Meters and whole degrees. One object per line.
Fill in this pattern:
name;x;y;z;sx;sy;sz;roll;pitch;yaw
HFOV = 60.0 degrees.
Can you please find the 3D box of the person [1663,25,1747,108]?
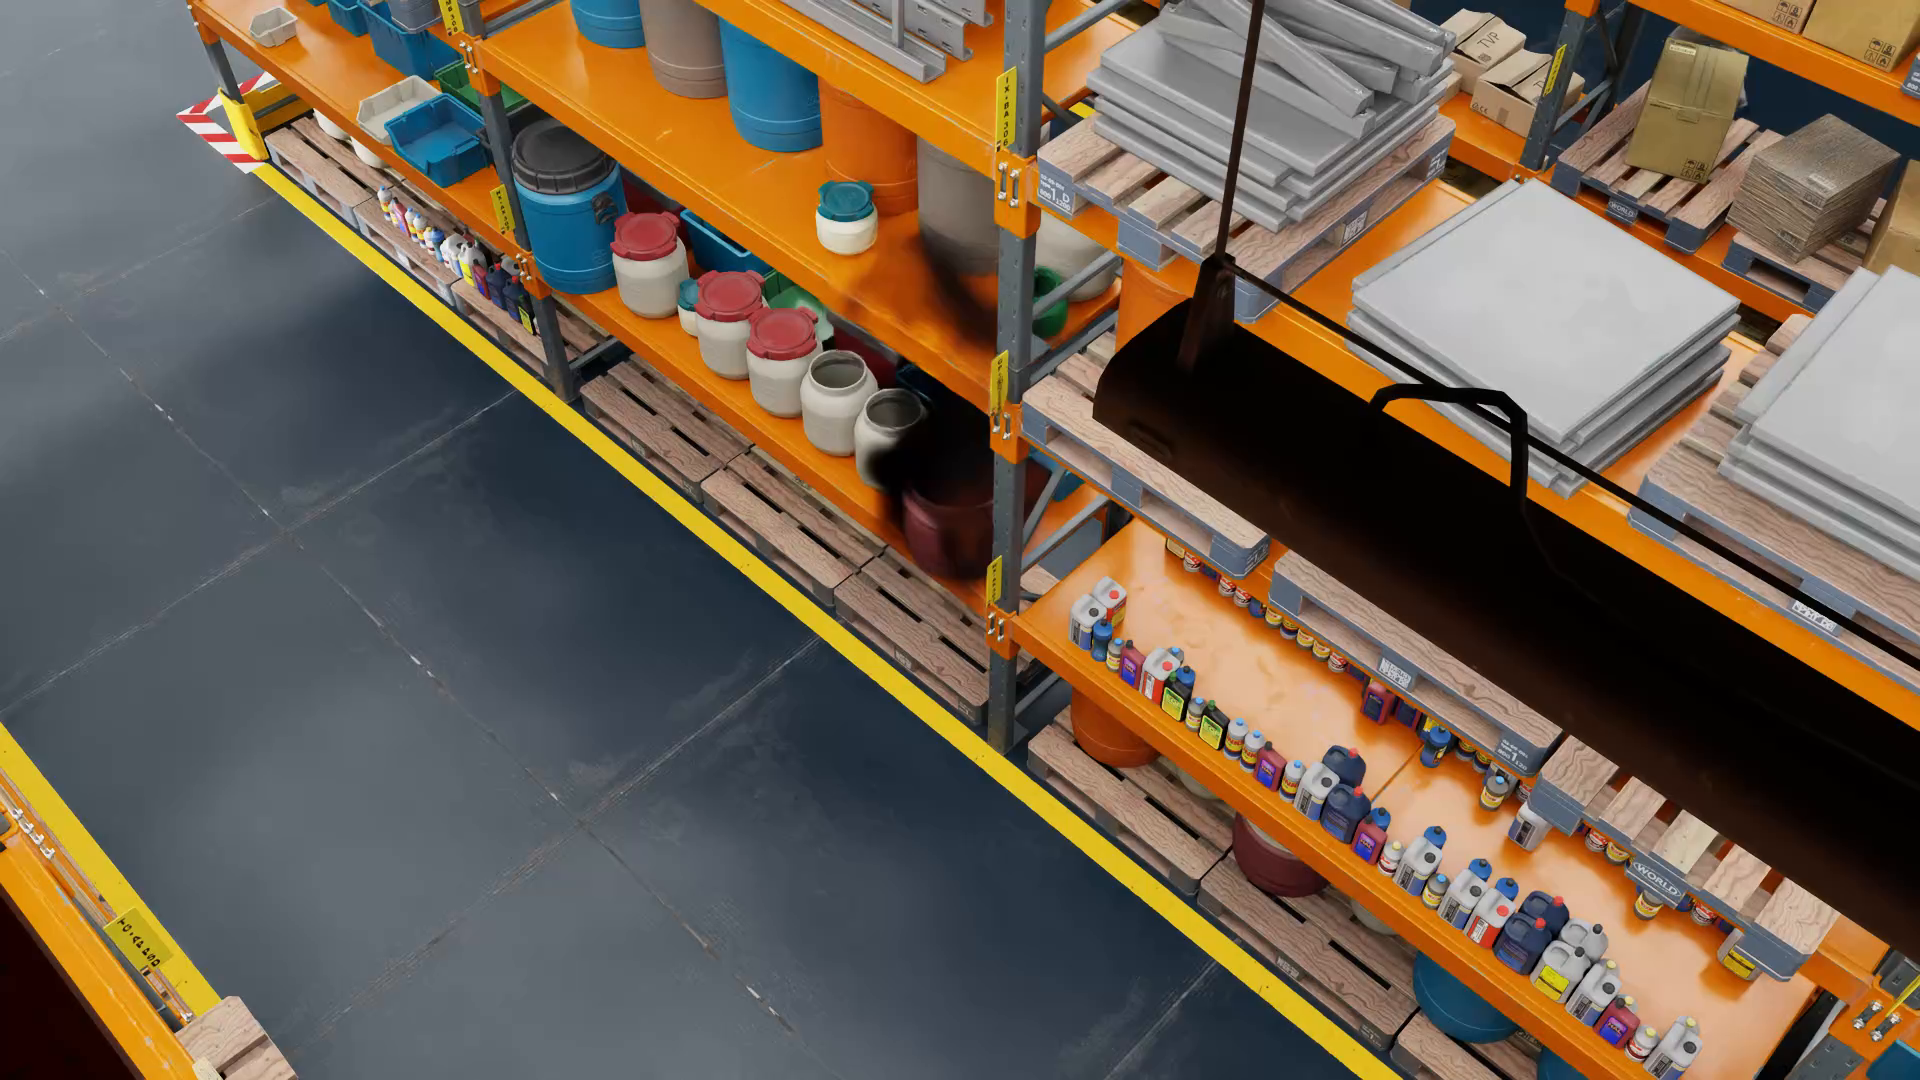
person;5.787;-3.983;12.646;0.843;1.724;0.553;29;56;22
